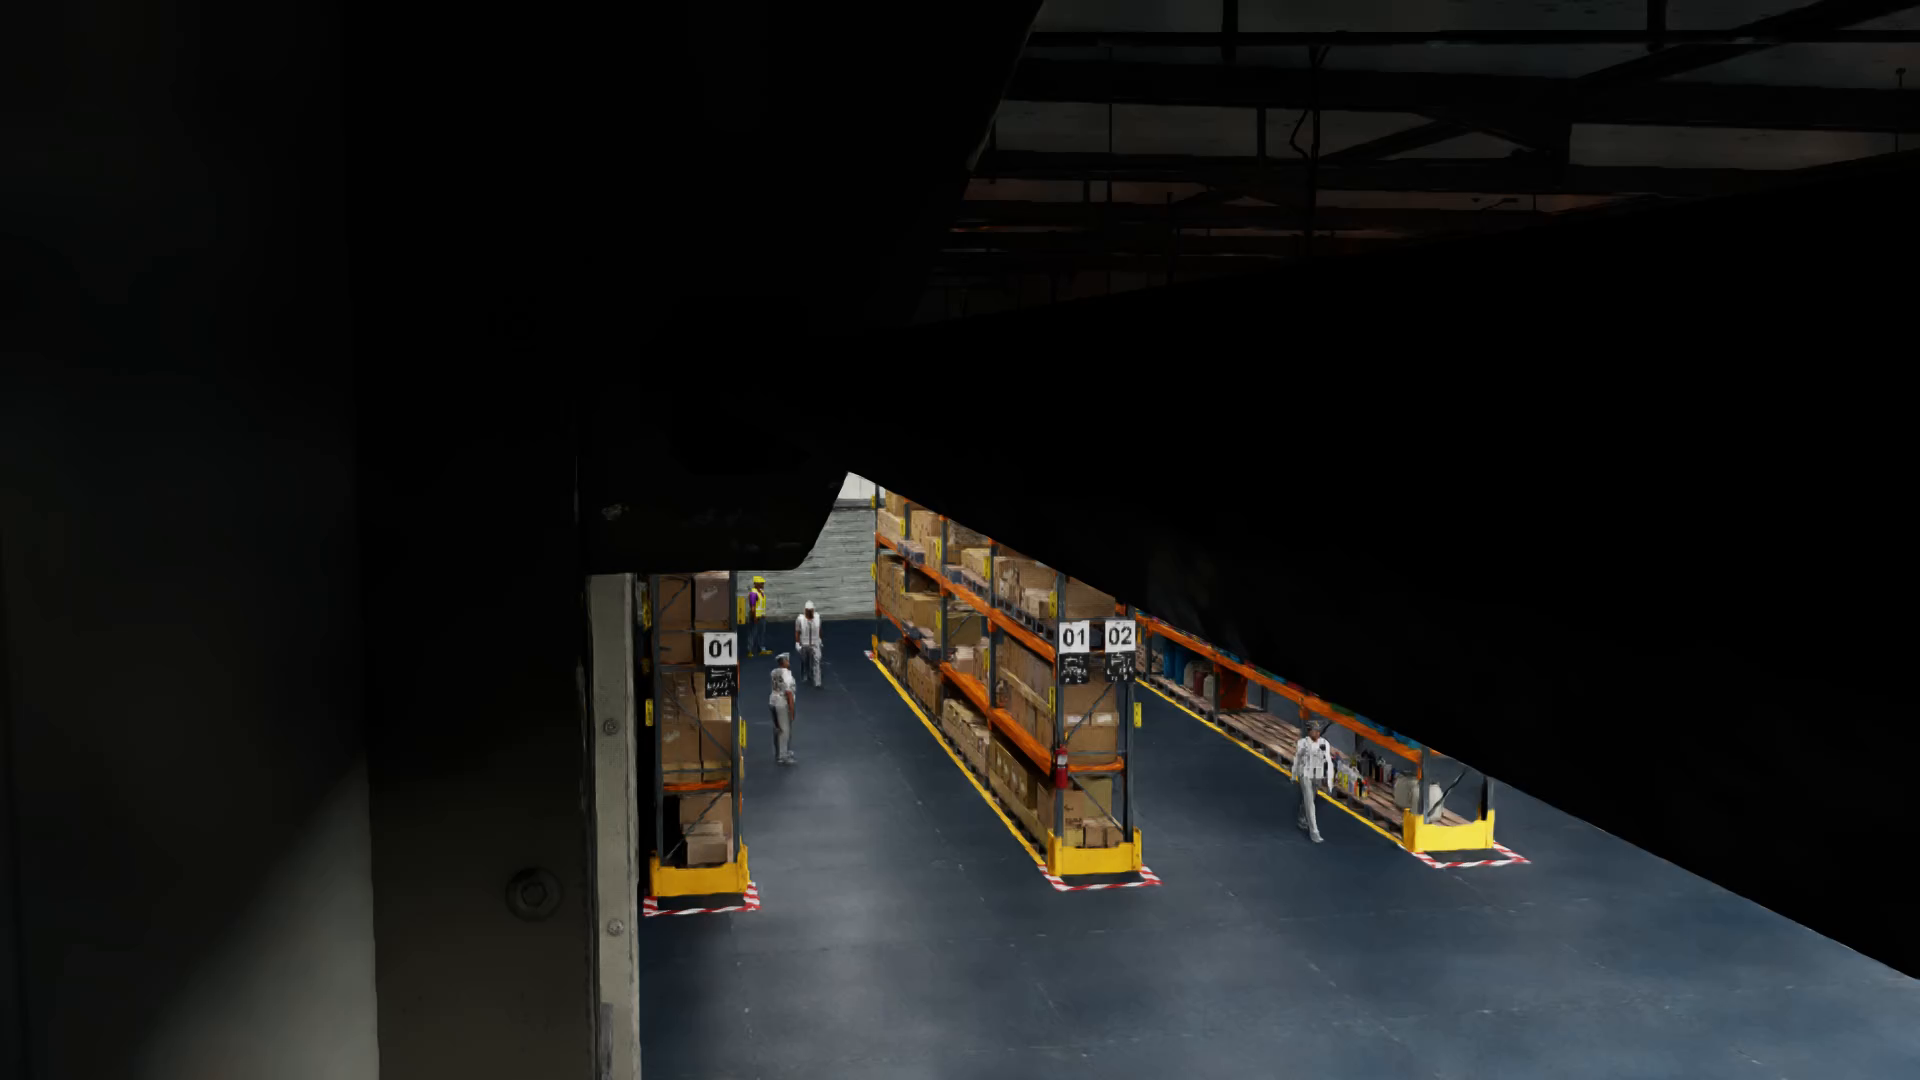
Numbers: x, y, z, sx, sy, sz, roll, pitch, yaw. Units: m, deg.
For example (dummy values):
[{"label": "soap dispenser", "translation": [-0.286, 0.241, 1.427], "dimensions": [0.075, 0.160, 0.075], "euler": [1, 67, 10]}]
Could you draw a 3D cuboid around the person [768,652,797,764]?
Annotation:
[{"label": "person", "translation": [-2.819, 2.688, 26.842], "dimensions": [0.492, 1.767, 0.625], "euler": [-4, 7, -35]}]

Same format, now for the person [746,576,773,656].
[{"label": "person", "translation": [-4.466, 1.676, 36.752], "dimensions": [0.477, 1.772, 0.655], "euler": [2, 6, 15]}]

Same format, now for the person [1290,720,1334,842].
[{"label": "person", "translation": [4.790, 3.204, 22.524], "dimensions": [0.500, 1.625, 0.988], "euler": [-1, 6, -12]}]

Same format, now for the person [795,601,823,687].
[{"label": "person", "translation": [-3.028, 2.048, 33.344], "dimensions": [0.566, 1.706, 0.944], "euler": [-1, 6, -9]}]
